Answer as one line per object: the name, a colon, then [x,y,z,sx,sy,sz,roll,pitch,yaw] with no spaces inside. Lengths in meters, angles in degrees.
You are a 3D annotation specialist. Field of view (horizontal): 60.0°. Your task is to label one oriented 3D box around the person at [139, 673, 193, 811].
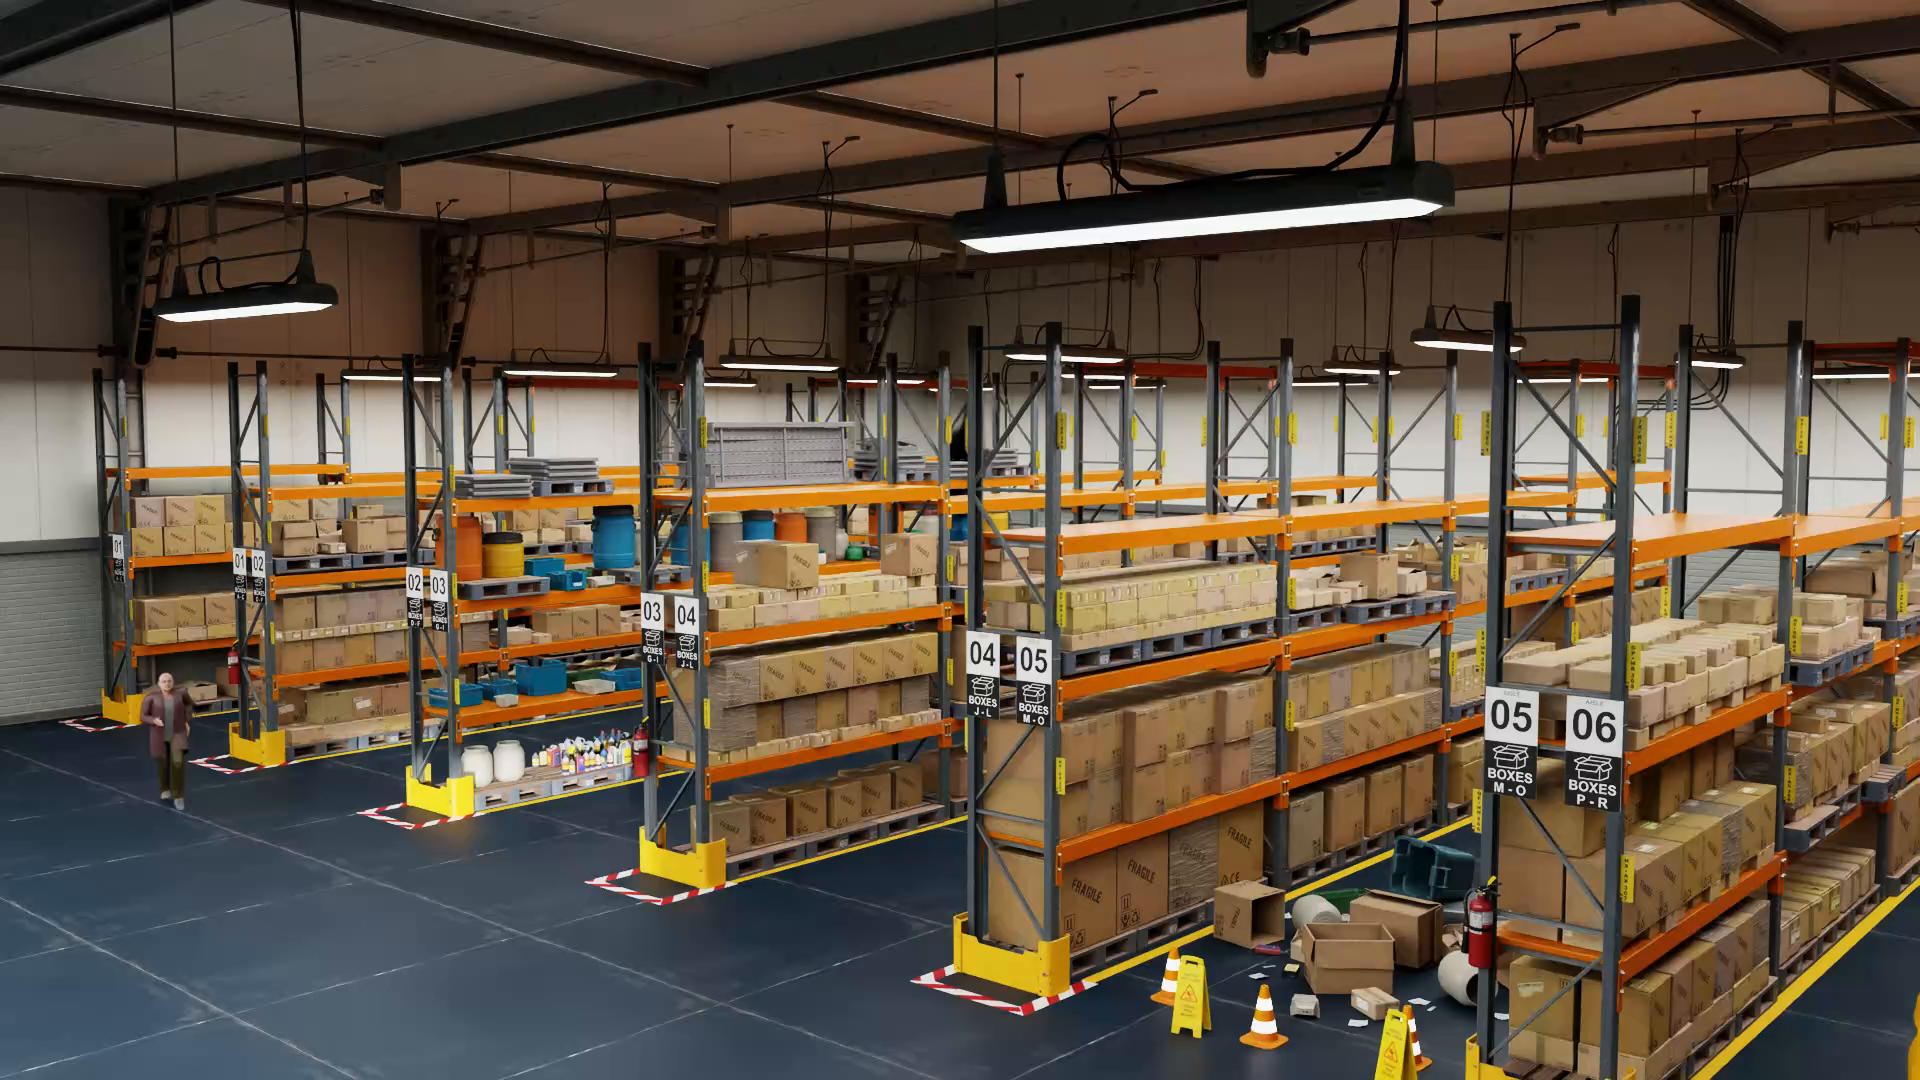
person: [-10.516,2.663,22.060,0.640,1.835,0.907,-2,5,-24]
